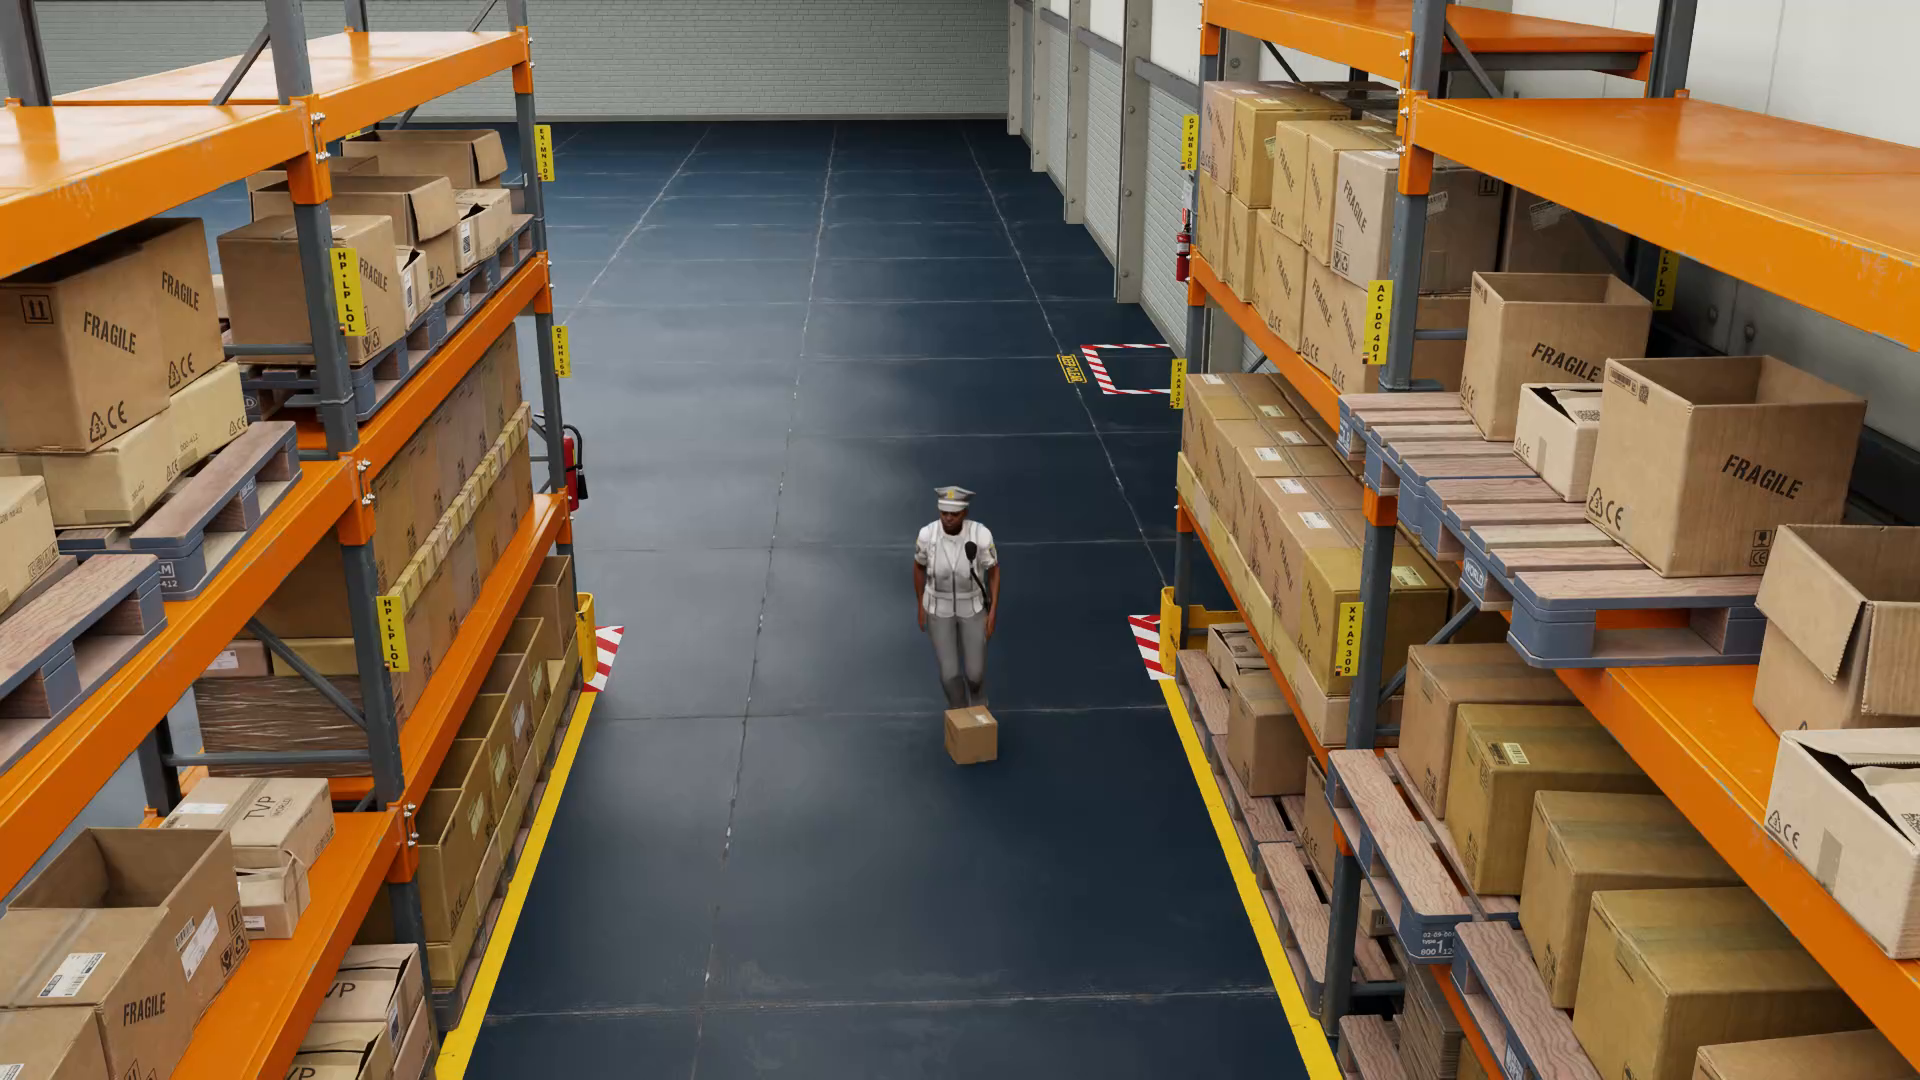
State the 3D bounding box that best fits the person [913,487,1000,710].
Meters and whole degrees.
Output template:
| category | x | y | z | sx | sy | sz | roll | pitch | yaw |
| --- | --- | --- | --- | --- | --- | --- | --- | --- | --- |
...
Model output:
| category | x | y | z | sx | sy | sz | roll | pitch | yaw |
| --- | --- | --- | --- | --- | --- | --- | --- | --- | --- |
| person | -0.019 | 0.408 | 9.980 | 0.522 | 1.667 | 0.542 | 1 | 21 | 3 |
